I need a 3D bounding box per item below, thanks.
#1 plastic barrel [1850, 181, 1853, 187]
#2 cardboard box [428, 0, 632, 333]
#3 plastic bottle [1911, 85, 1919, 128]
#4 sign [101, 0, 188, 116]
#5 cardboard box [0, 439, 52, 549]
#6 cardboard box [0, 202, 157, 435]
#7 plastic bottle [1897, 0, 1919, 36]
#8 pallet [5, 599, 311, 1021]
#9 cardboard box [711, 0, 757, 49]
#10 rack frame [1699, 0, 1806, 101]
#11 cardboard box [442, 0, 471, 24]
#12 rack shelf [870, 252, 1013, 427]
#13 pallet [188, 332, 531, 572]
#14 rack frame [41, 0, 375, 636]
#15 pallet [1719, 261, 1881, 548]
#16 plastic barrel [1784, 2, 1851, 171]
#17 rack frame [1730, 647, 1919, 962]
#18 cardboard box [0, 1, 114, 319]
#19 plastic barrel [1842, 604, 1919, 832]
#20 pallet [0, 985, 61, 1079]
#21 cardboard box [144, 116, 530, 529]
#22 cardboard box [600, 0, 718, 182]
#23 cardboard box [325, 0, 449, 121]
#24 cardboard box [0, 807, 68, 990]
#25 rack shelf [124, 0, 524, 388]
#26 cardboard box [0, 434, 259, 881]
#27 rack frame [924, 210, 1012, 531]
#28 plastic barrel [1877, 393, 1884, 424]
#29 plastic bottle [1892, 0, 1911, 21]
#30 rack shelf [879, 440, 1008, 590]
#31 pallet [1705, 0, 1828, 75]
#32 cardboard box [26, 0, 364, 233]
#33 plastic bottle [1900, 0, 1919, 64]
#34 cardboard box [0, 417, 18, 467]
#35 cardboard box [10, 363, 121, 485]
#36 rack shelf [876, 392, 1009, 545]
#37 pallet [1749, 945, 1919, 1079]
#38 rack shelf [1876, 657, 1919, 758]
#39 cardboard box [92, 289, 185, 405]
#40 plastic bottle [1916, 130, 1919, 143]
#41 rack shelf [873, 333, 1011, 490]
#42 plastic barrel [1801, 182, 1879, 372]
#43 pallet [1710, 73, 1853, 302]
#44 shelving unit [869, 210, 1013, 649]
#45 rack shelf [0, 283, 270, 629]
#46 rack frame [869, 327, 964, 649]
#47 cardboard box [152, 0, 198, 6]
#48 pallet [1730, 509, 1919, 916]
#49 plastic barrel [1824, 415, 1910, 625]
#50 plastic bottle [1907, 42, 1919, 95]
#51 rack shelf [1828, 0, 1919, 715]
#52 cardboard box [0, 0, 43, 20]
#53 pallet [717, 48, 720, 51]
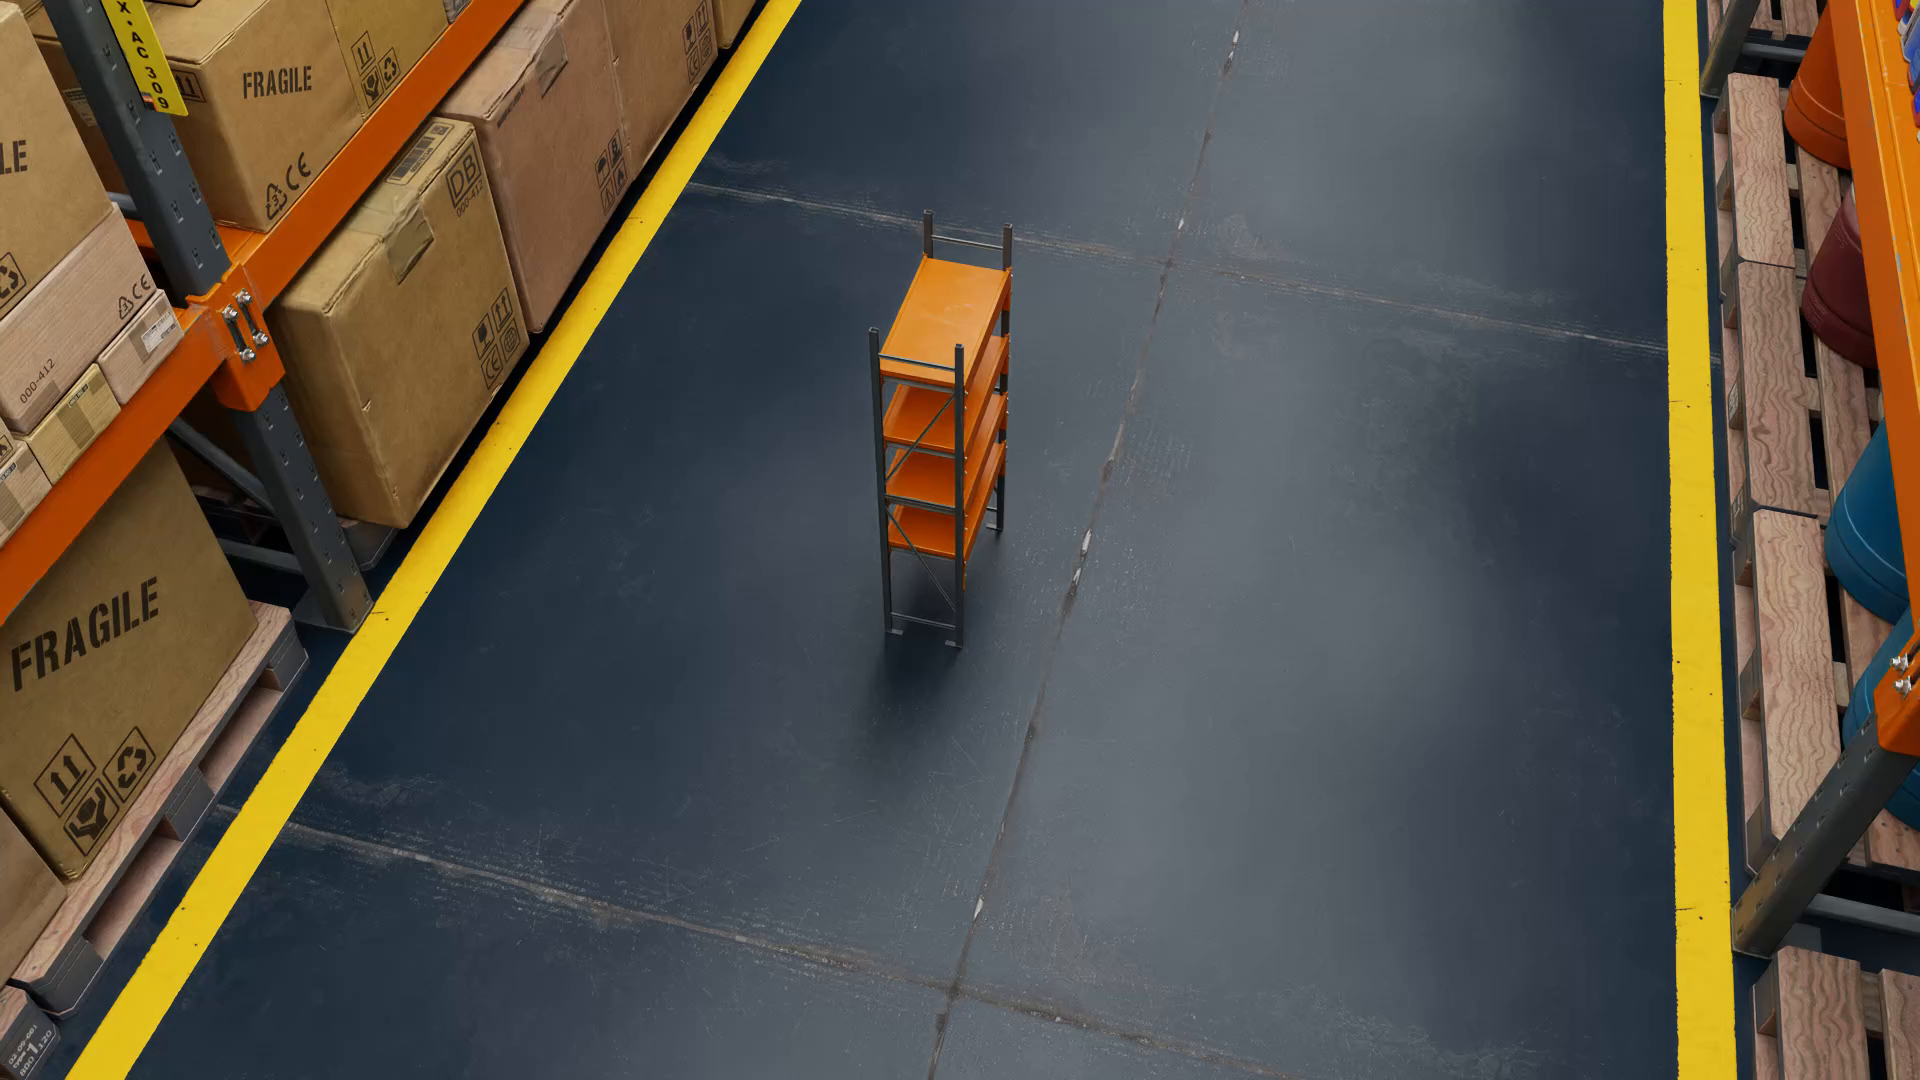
[{"bbox_3d":[3.374,-1.295,5.772,0.421,0.512,0.421,0,49,0],"label":"plastic barrel"},{"bbox_3d":[-1.899,-1.396,5.619,1.225,0.875,0.875,10,49,9],"label":"cardboard box"},{"bbox_3d":[2.630,-1.250,4.431,0.061,0.283,0.133,12,50,10],"label":"plastic bottle"},{"bbox_3d":[-1.747,-1.051,3.547,0.100,0.325,0.005,12,50,10],"label":"sign"},{"bbox_3d":[-2.182,-0.107,3.511,0.380,0.149,0.250,11,49,9],"label":"cardboard box"},{"bbox_3d":[-2.146,-0.525,3.614,0.500,0.250,0.500,11,49,9],"label":"cardboard box"},{"bbox_3d":[2.762,-1.557,4.710,0.097,0.271,0.097,0,49,0],"label":"plastic bottle"},{"bbox_3d":[-2.558,0.610,4.571,1.003,0.211,1.213,12,50,10],"label":"pallet"},{"bbox_3d":[-1.432,-2.681,6.753,1.225,0.875,0.875,9,49,8],"label":"cardboard box"},{"bbox_3d":[3.548,-2.763,5.688,1.000,3.000,0.127,12,50,10],"label":"rack frame"},{"bbox_3d":[-1.657,-1.889,4.850,0.500,0.500,0.500,11,49,9],"label":"cardboard box"},{"bbox_3d":[-0.044,-0.537,4.400,0.258,0.148,0.480,12,50,10],"label":"rack shelf"},{"bbox_3d":[-2.152,-0.497,5.548,1.003,0.211,1.213,12,50,10],"label":"pallet"},{"bbox_3d":[-2.283,-0.847,3.997,1.000,3.000,0.127,12,50,10],"label":"rack frame"},{"bbox_3d":[3.058,-0.382,5.446,1.003,0.211,1.213,12,50,10],"label":"pallet"},{"bbox_3d":[3.436,-1.827,6.029,0.600,0.830,0.708,12,50,10],"label":"plastic barrel"},{"bbox_3d":[2.496,0.130,3.134,1.000,3.000,0.127,12,50,10],"label":"rack frame"},{"bbox_3d":[-2.146,-0.759,3.321,0.500,0.500,0.500,13,50,11],"label":"cardboard box"},{"bbox_3d":[2.655,0.296,4.108,0.600,0.901,0.708,12,50,10],"label":"plastic barrel"},{"bbox_3d":[-2.877,1.495,3.789,1.003,0.211,1.213,12,50,10],"label":"pallet"},{"bbox_3d":[-2.134,-0.750,5.048,1.225,0.875,0.875,12,50,10],"label":"cardboard box"},{"bbox_3d":[-1.674,-2.038,6.185,1.225,0.875,0.875,12,50,10],"label":"cardboard box"},{"bbox_3d":[-1.789,-1.527,4.531,0.500,0.500,0.500,12,50,10],"label":"cardboard box"},{"bbox_3d":[-2.770,0.830,3.654,0.875,0.875,0.875,12,50,10],"label":"cardboard box"},{"bbox_3d":[-1.756,-2.056,5.543,1.077,0.370,4.000,12,50,10],"label":"rack shelf"},{"bbox_3d":[-2.534,0.179,4.229,0.875,0.875,0.875,12,50,10],"label":"cardboard box"},{"bbox_3d":[0.021,-0.454,4.850,0.240,1.200,0.015,12,50,10],"label":"rack frame"},{"bbox_3d":[3.076,-0.479,5.051,0.421,0.512,0.421,0,49,0],"label":"plastic barrel"},{"bbox_3d":[2.775,-1.648,4.782,0.061,0.283,0.133,12,50,10],"label":"plastic bottle"},{"bbox_3d":[-0.044,-0.101,4.894,0.258,0.148,0.480,12,50,10],"label":"rack shelf"},{"bbox_3d":[3.790,-2.393,7.221,1.003,0.211,1.213,12,50,10],"label":"pallet"},{"bbox_3d":[-1.920,-1.164,4.210,0.500,0.500,0.500,12,50,10],"label":"cardboard box"},{"bbox_3d":[2.758,-1.470,4.629,0.152,0.276,0.135,12,50,10],"label":"plastic bottle"},{"bbox_3d":[-2.280,-0.150,3.283,0.500,0.250,0.500,13,50,11],"label":"cardboard box"},{"bbox_3d":[-2.115,-0.292,3.675,0.380,0.149,0.250,12,50,11],"label":"cardboard box"},{"bbox_3d":[-0.044,-0.233,4.745,0.258,0.148,0.480,12,50,10],"label":"rack shelf"},{"bbox_3d":[2.340,1.593,3.704,1.003,0.211,1.213,12,50,10],"label":"pallet"},{"bbox_3d":[1.969,1.815,2.127,1.077,0.370,4.000,12,50,10],"label":"rack shelf"},{"bbox_3d":[-2.047,-0.479,3.840,0.380,0.149,0.250,12,50,10],"label":"cardboard box"},{"bbox_3d":[2.617,-1.136,4.385,0.097,0.201,0.097,0,49,0],"label":"plastic bottle"},{"bbox_3d":[-0.044,-0.381,4.577,0.258,0.148,0.480,12,50,10],"label":"rack shelf"},{"bbox_3d":[3.139,-0.930,5.398,0.600,0.588,0.708,12,50,10],"label":"plastic barrel"},{"bbox_3d":[3.381,-1.262,6.223,1.003,0.211,1.213,12,50,10],"label":"pallet"},{"bbox_3d":[-0.044,-0.277,4.694,0.258,1.200,0.503,12,50,10],"label":"shelving unit"},{"bbox_3d":[-2.809,0.838,2.990,1.077,0.370,4.000,12,50,10],"label":"rack shelf"},{"bbox_3d":[-0.108,-0.101,4.539,0.240,1.200,0.015,12,50,10],"label":"rack frame"},{"bbox_3d":[-2.123,-1.676,3.993,0.797,0.503,0.637,10,49,9],"label":"cardboard box"},{"bbox_3d":[2.739,0.503,4.665,1.003,0.211,1.213,12,50,10],"label":"pallet"},{"bbox_3d":[2.842,-0.217,4.560,0.600,0.901,0.708,12,50,10],"label":"plastic barrel"},{"bbox_3d":[2.712,-1.380,4.500,0.144,0.351,0.185,12,50,10],"label":"plastic bottle"},{"bbox_3d":[3.022,-1.078,4.681,1.077,0.370,4.000,12,50,10],"label":"rack shelf"},{"bbox_3d":[-2.423,-1.272,4.306,0.500,0.500,0.500,12,50,10],"label":"cardboard box"},{"bbox_3d":[-1.510,-2.262,7.106,1.003,0.211,1.213,12,50,10],"label":"pallet"}]
